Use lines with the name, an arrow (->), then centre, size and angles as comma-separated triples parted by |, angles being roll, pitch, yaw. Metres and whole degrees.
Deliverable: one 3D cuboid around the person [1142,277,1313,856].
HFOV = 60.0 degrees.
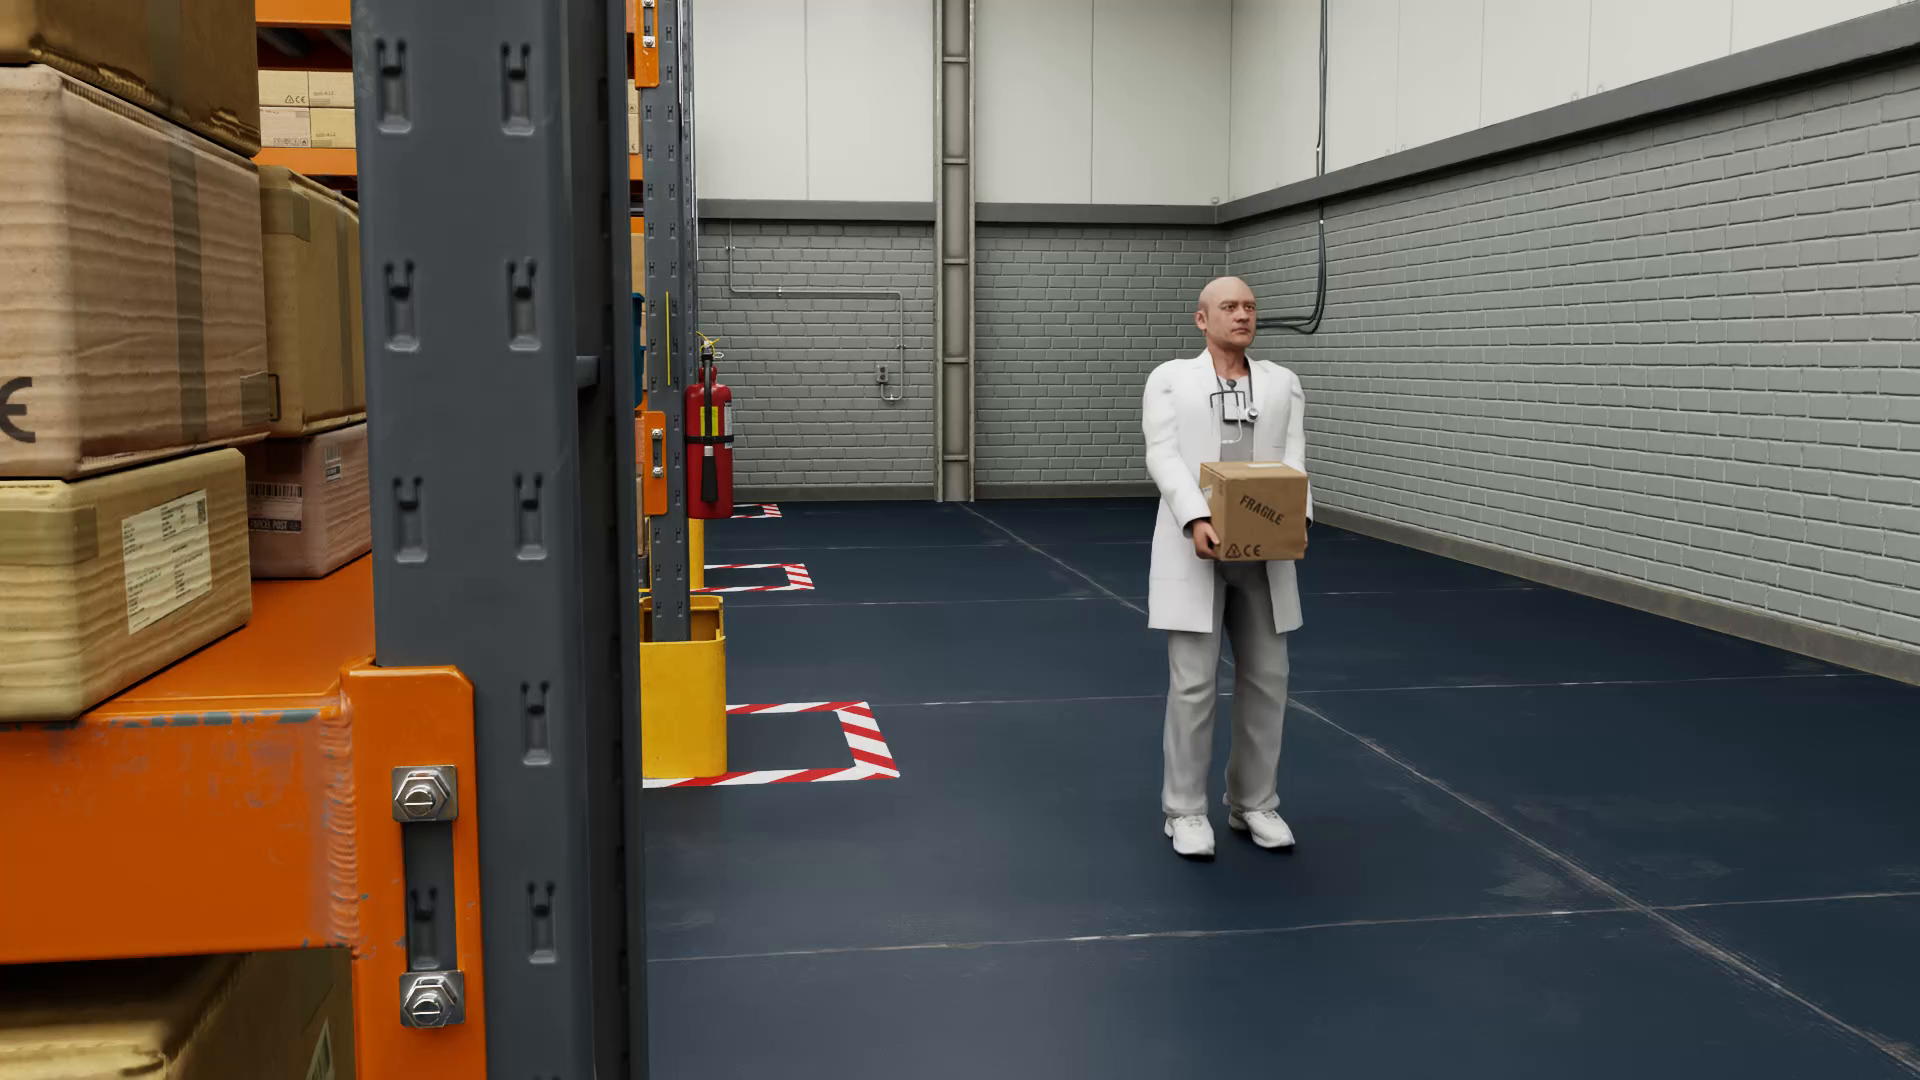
person -> 0.846, 0.076, 5.115 | 0.527, 1.769, 0.562 | -1, 6, -9
